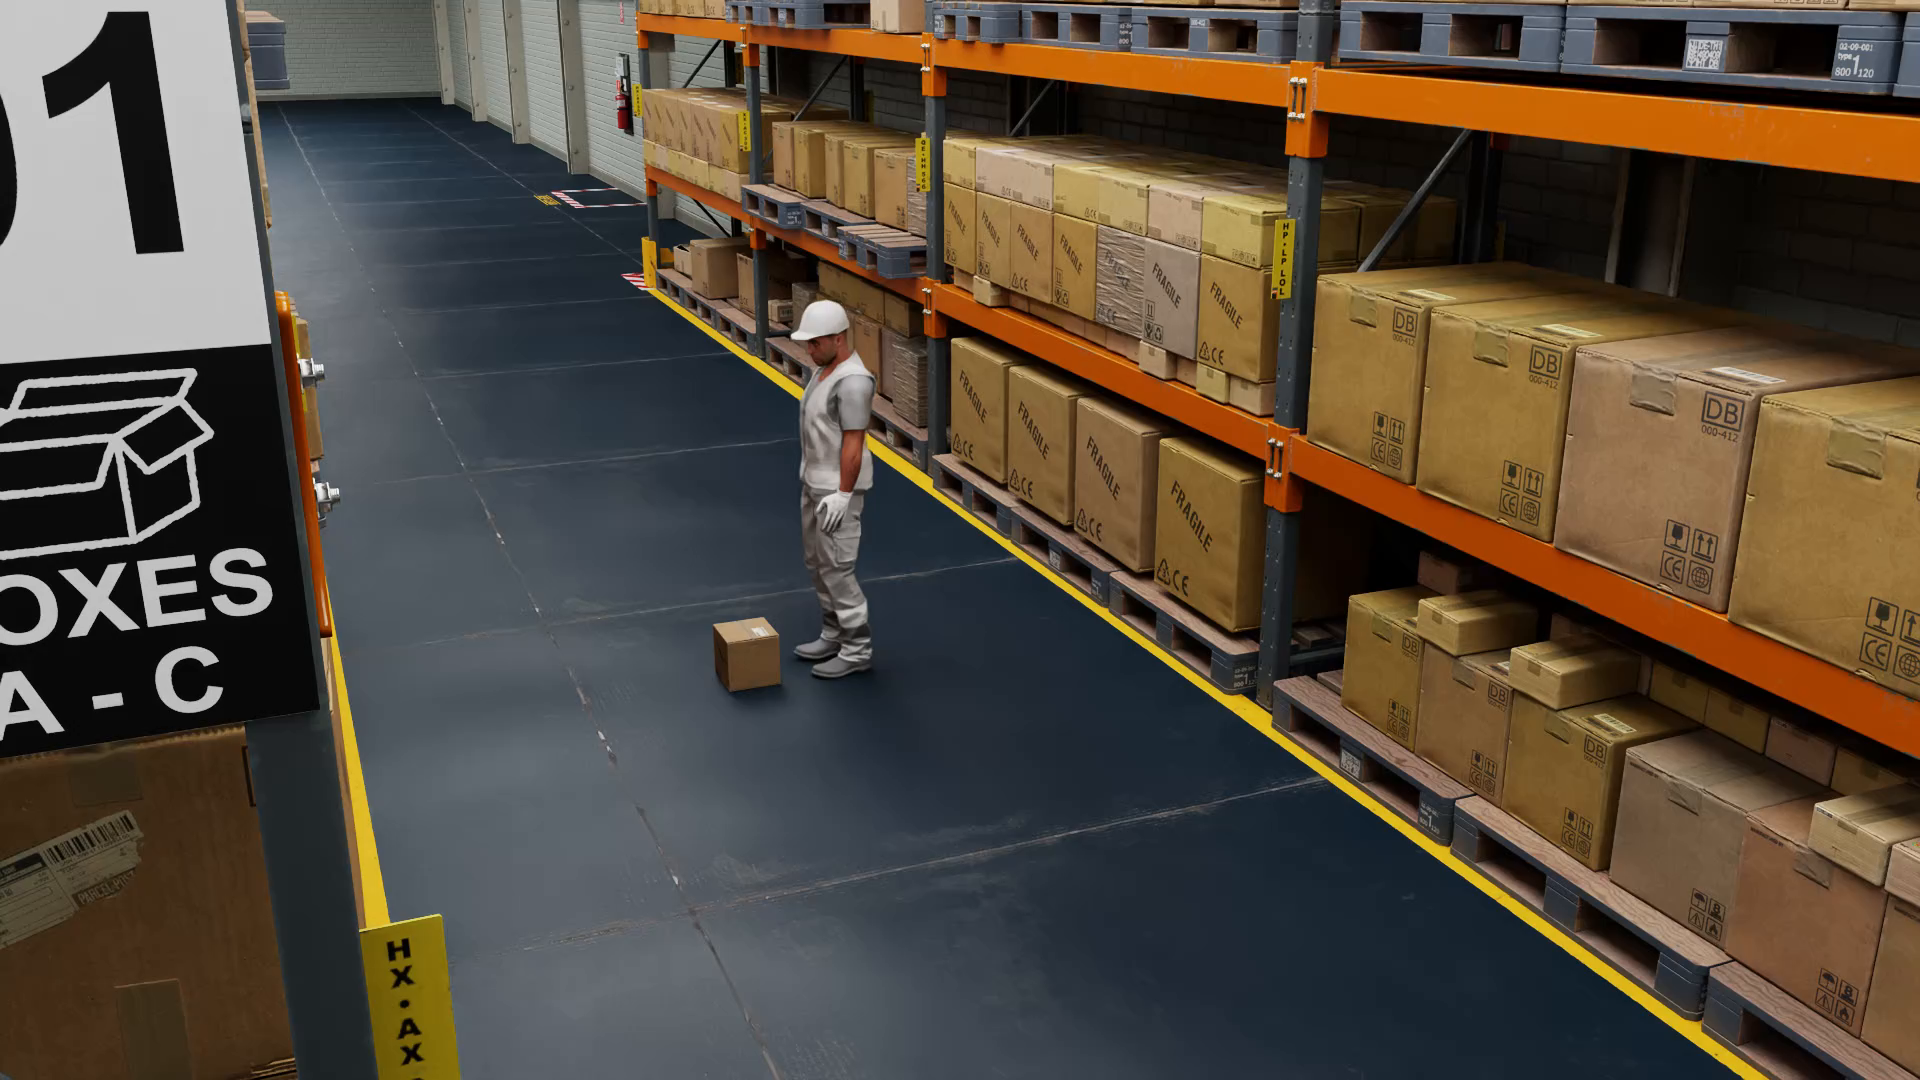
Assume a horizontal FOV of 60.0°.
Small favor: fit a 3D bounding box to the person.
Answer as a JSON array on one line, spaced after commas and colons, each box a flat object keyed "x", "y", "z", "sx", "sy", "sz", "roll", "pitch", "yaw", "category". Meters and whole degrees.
[{"x": -0.590, "y": -0.236, "z": 7.742, "sx": 0.364, "sy": 1.774, "sz": 0.529, "roll": -7, "pitch": 20, "yaw": -21, "category": "person"}]
